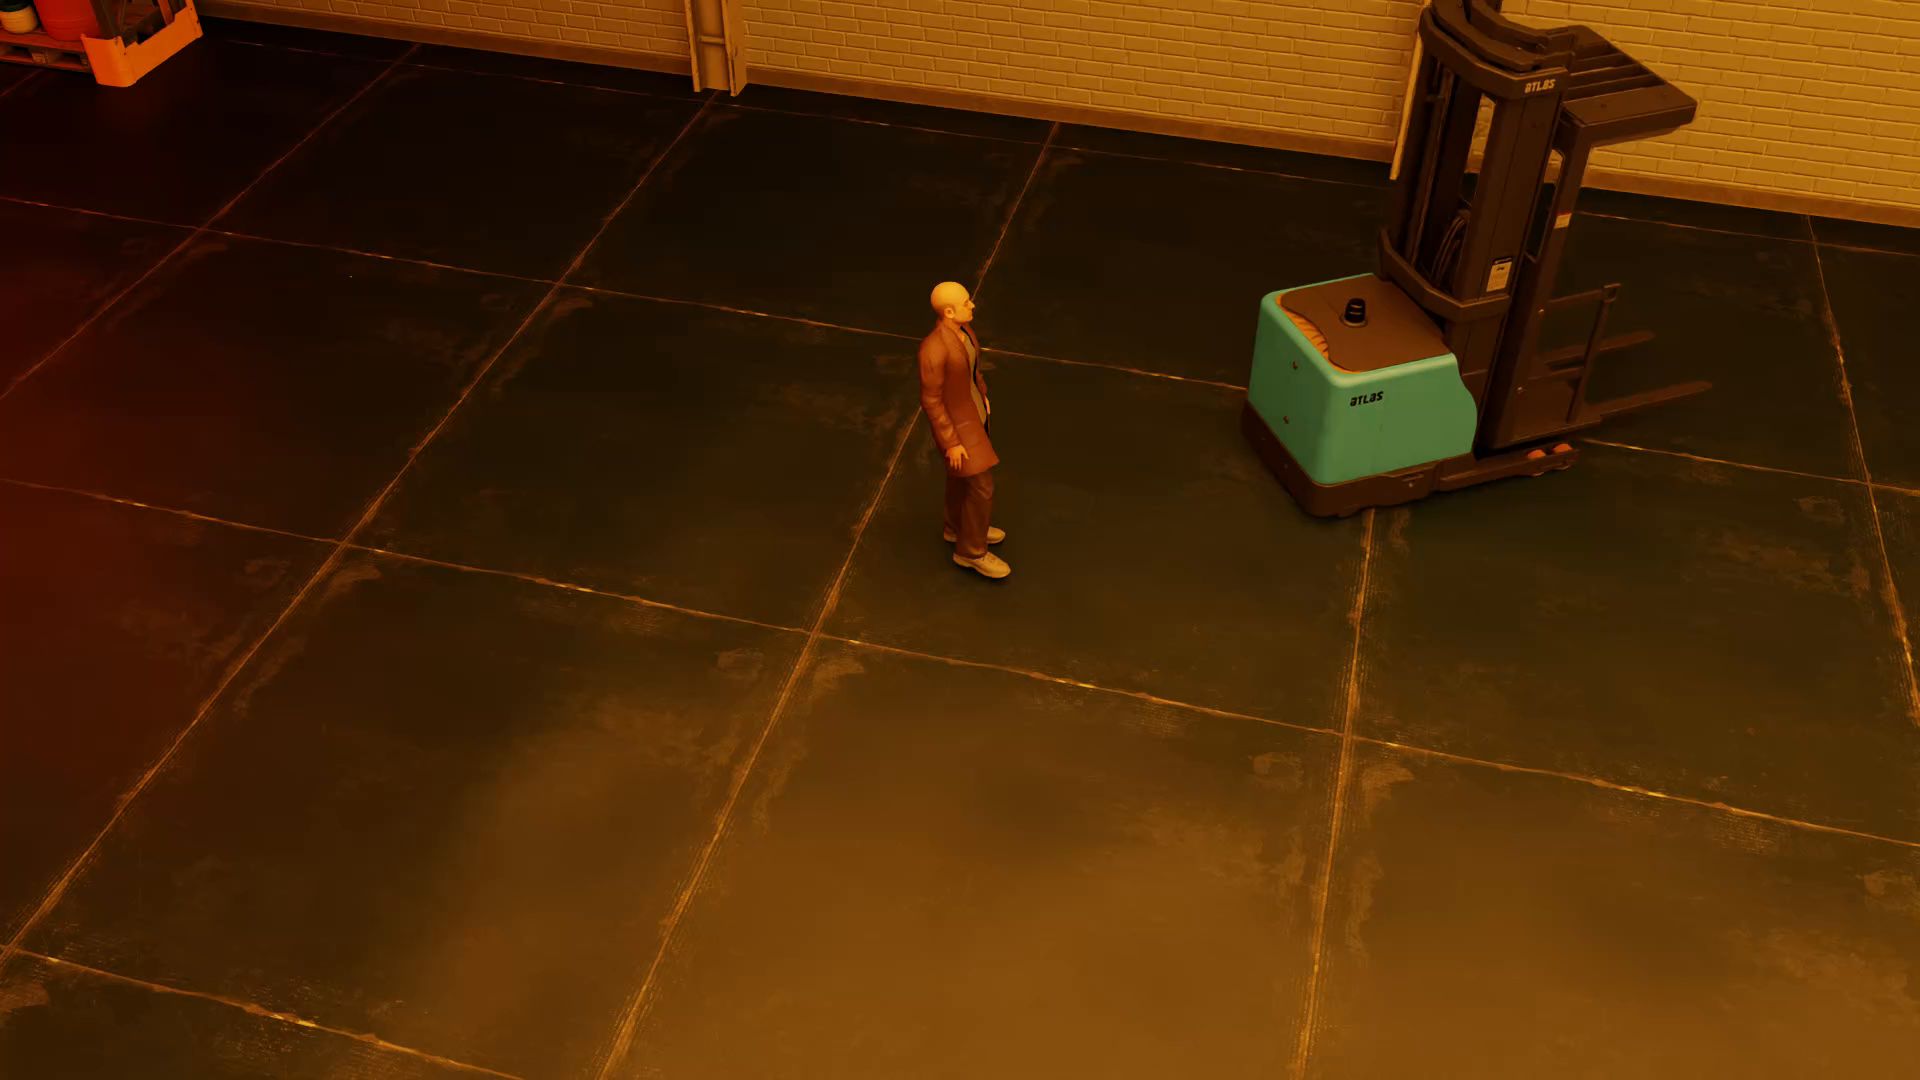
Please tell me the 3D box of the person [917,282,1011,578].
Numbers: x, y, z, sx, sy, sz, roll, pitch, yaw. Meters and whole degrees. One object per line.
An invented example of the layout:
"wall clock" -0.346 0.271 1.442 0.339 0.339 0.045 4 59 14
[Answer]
"person" 0.088 -0.656 9.473 0.580 1.778 0.698 10 42 11

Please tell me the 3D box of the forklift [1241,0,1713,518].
"forklift" 3.401 -1.824 9.942 3.031 2.935 1.130 -13 43 -14
